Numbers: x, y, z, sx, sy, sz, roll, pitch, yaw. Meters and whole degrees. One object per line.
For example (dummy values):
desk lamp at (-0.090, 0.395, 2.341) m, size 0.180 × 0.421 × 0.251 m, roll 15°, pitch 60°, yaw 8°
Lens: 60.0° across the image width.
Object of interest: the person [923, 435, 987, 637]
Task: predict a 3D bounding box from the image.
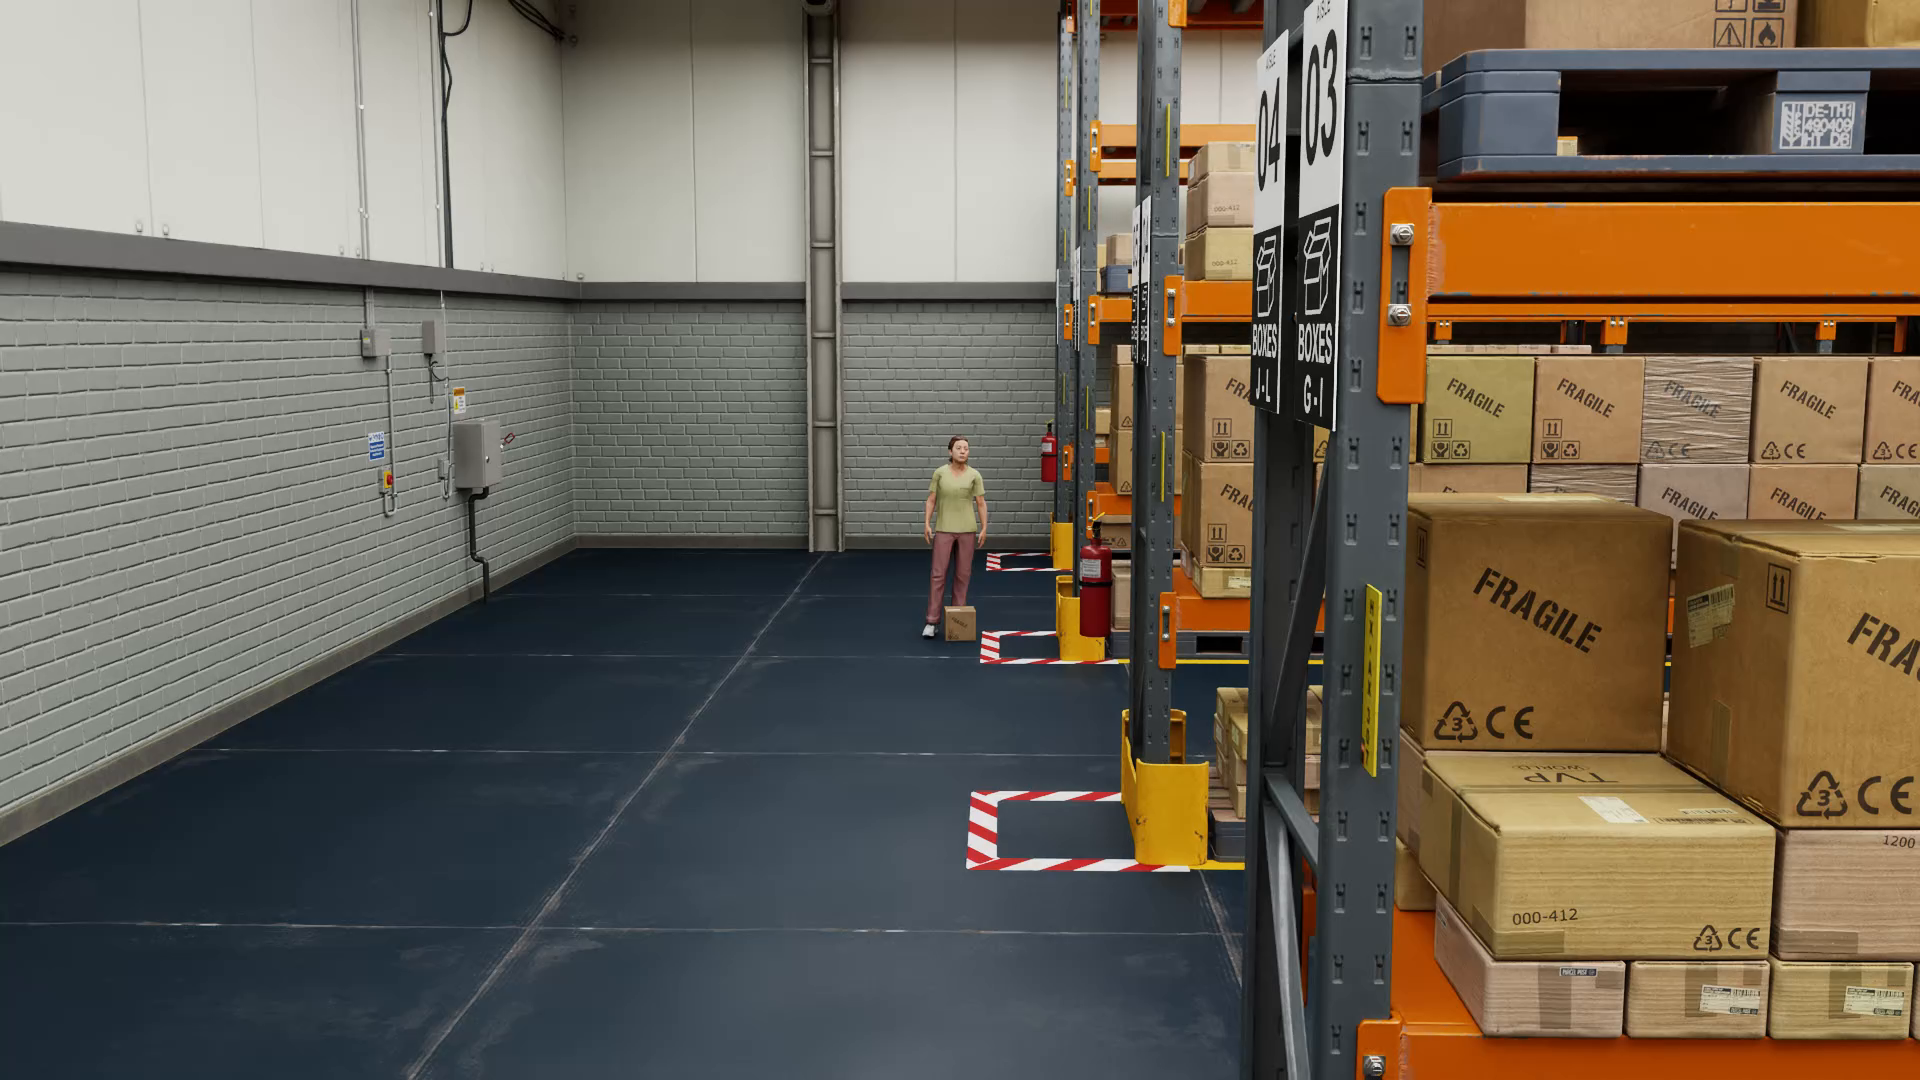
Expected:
person at (-0.043, -0.043, 14.044) m, size 0.555 × 1.673 × 0.548 m, roll 0°, pitch 7°, yaw -2°
